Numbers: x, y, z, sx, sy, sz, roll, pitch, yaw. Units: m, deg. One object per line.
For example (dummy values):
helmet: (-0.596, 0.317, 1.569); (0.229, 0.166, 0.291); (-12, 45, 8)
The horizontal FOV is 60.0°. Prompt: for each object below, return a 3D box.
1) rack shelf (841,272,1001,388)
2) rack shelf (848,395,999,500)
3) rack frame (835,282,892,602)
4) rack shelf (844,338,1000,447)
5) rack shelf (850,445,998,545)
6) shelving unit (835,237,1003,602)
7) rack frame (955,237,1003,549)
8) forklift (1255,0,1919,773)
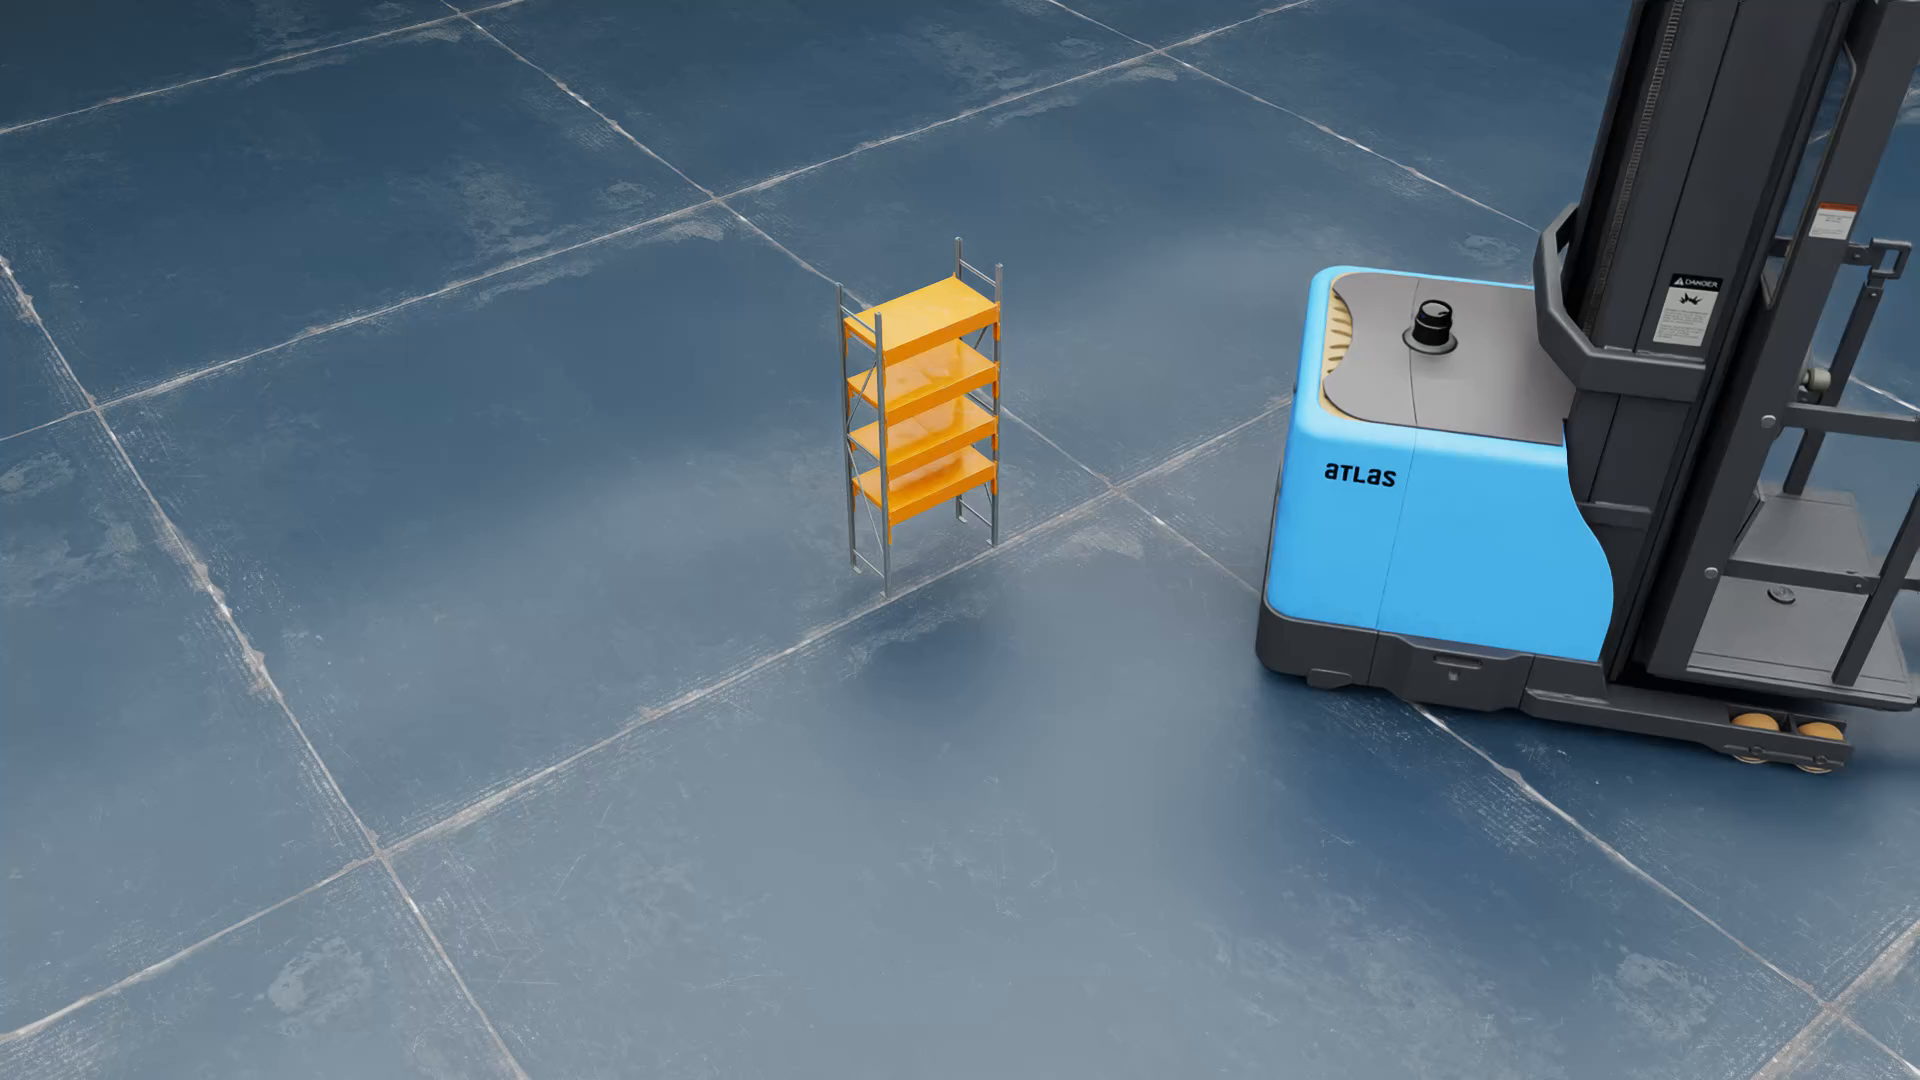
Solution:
rack shelf: (-0.131, -0.704, 5.542); (0.480, 0.148, 0.258); (-26, 46, -28)
rack shelf: (-0.131, -0.348, 5.834); (0.480, 0.148, 0.258); (-26, 46, -28)
rack frame: (-0.325, -0.306, 5.677); (0.015, 1.200, 0.240); (-26, 46, -28)
rack shelf: (-0.131, -0.521, 5.692); (0.480, 0.148, 0.258); (-26, 46, -28)
rack shelf: (-0.131, -0.194, 5.960); (0.480, 0.148, 0.258); (-26, 46, -28)
shelving unit: (-0.131, -0.400, 5.791); (0.503, 1.200, 0.258); (-26, 46, -28)
rack frame: (0.062, -0.494, 5.906); (0.015, 1.200, 0.240); (-26, 46, -28)
forklift: (2.580, -0.757, 4.862); (3.031, 2.935, 1.130); (8, 40, 10)
